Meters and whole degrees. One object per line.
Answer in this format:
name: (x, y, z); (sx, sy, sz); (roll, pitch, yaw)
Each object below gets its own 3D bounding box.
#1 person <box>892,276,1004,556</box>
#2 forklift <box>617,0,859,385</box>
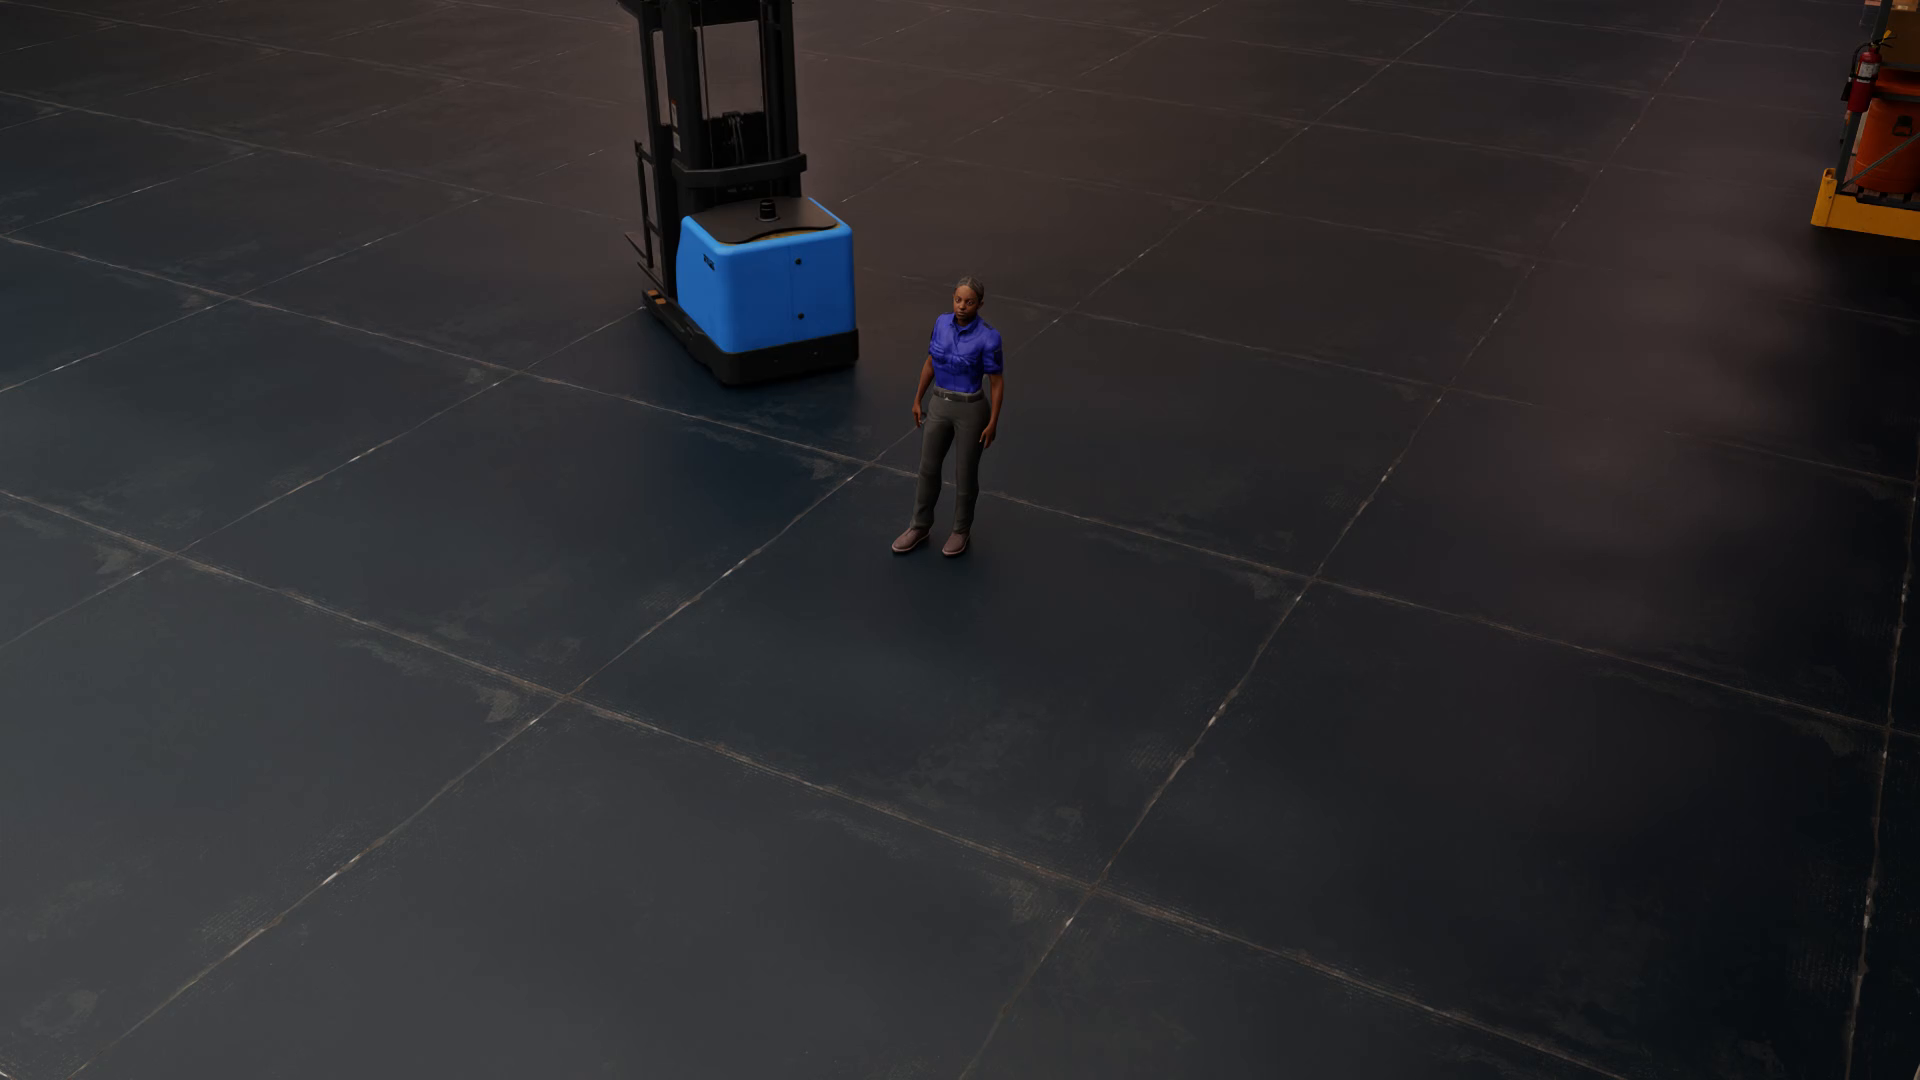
person: (-0.059, -0.689, 9.527); (0.570, 1.656, 0.503); (15, 33, 25)
forklift: (-1.853, -3.078, 12.405); (1.130, 2.935, 3.031); (-14, 33, -23)
